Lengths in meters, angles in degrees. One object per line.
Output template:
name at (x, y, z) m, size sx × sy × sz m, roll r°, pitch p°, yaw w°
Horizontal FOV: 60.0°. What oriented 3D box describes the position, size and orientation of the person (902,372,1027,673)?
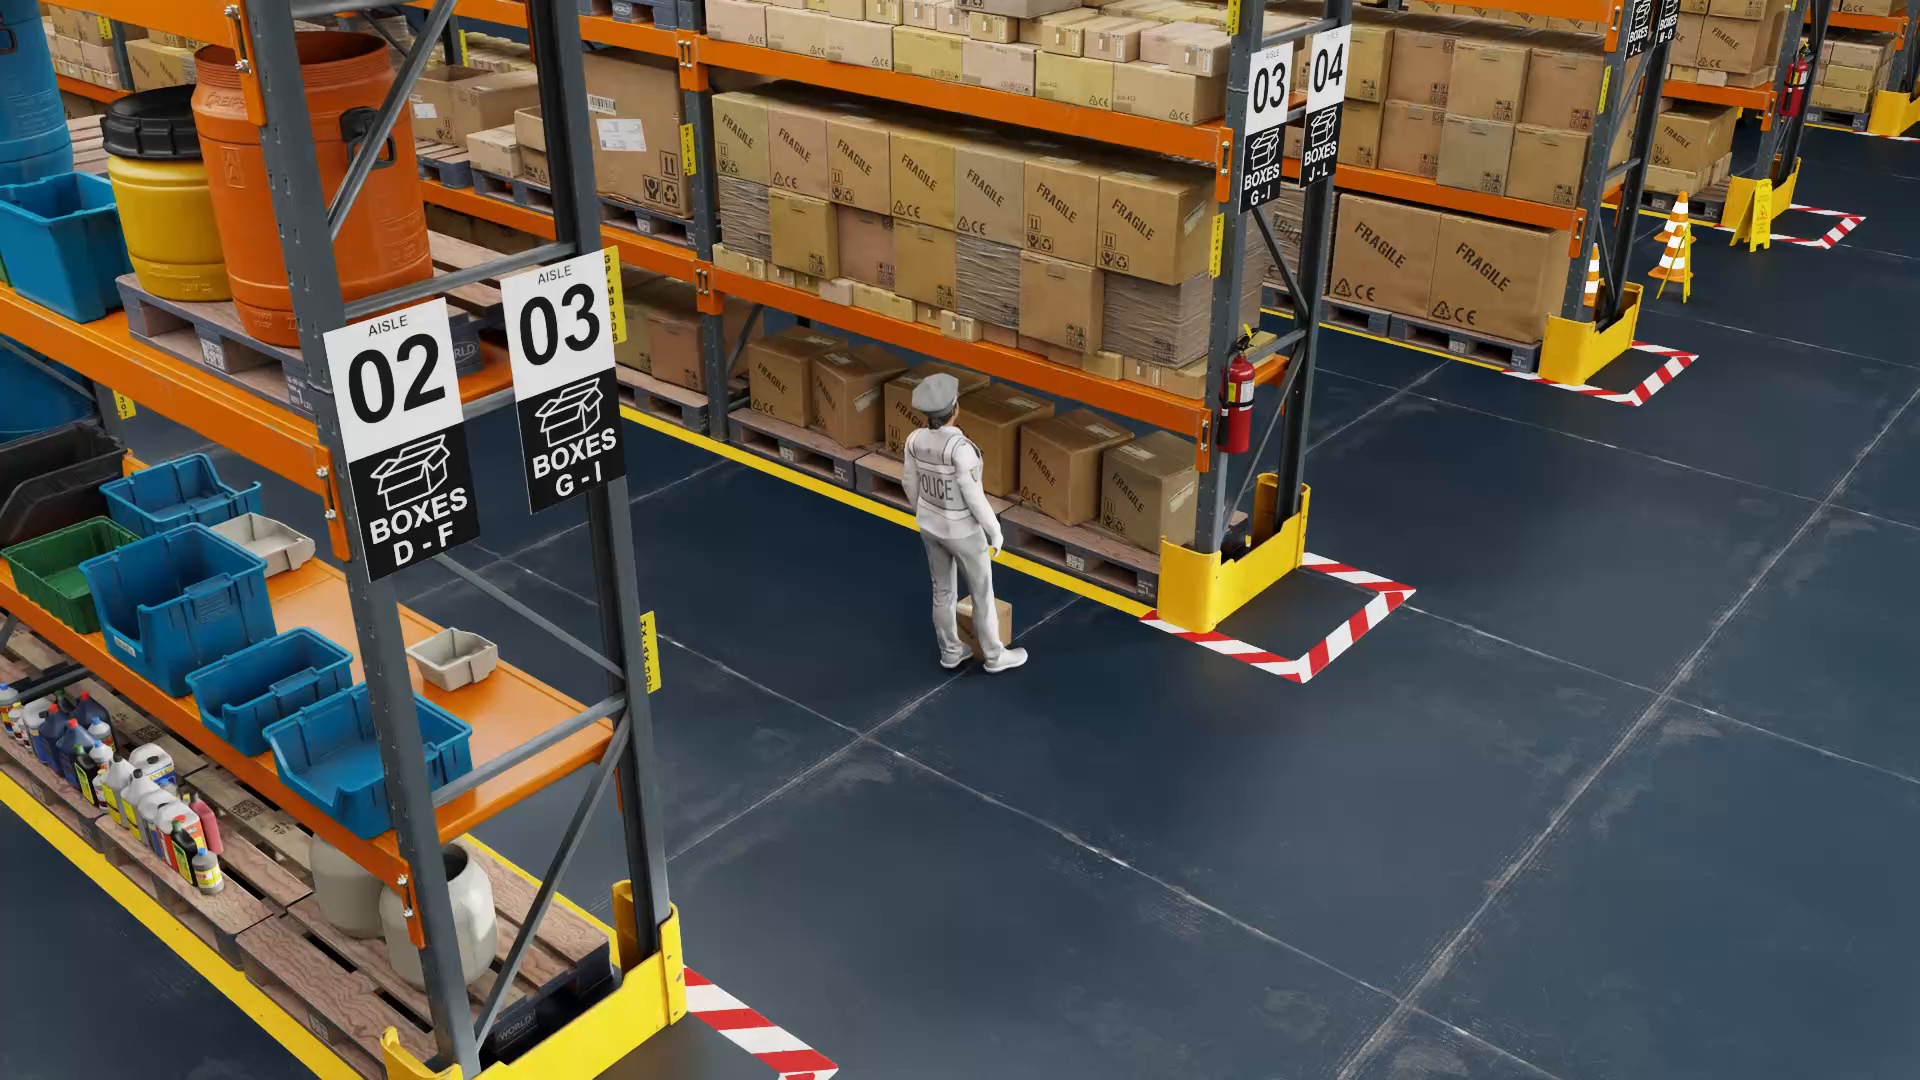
person at (0.004, -0.090, 8.737) m, size 0.586 × 1.694 × 0.530 m, roll 21°, pitch 34°, yaw 34°
